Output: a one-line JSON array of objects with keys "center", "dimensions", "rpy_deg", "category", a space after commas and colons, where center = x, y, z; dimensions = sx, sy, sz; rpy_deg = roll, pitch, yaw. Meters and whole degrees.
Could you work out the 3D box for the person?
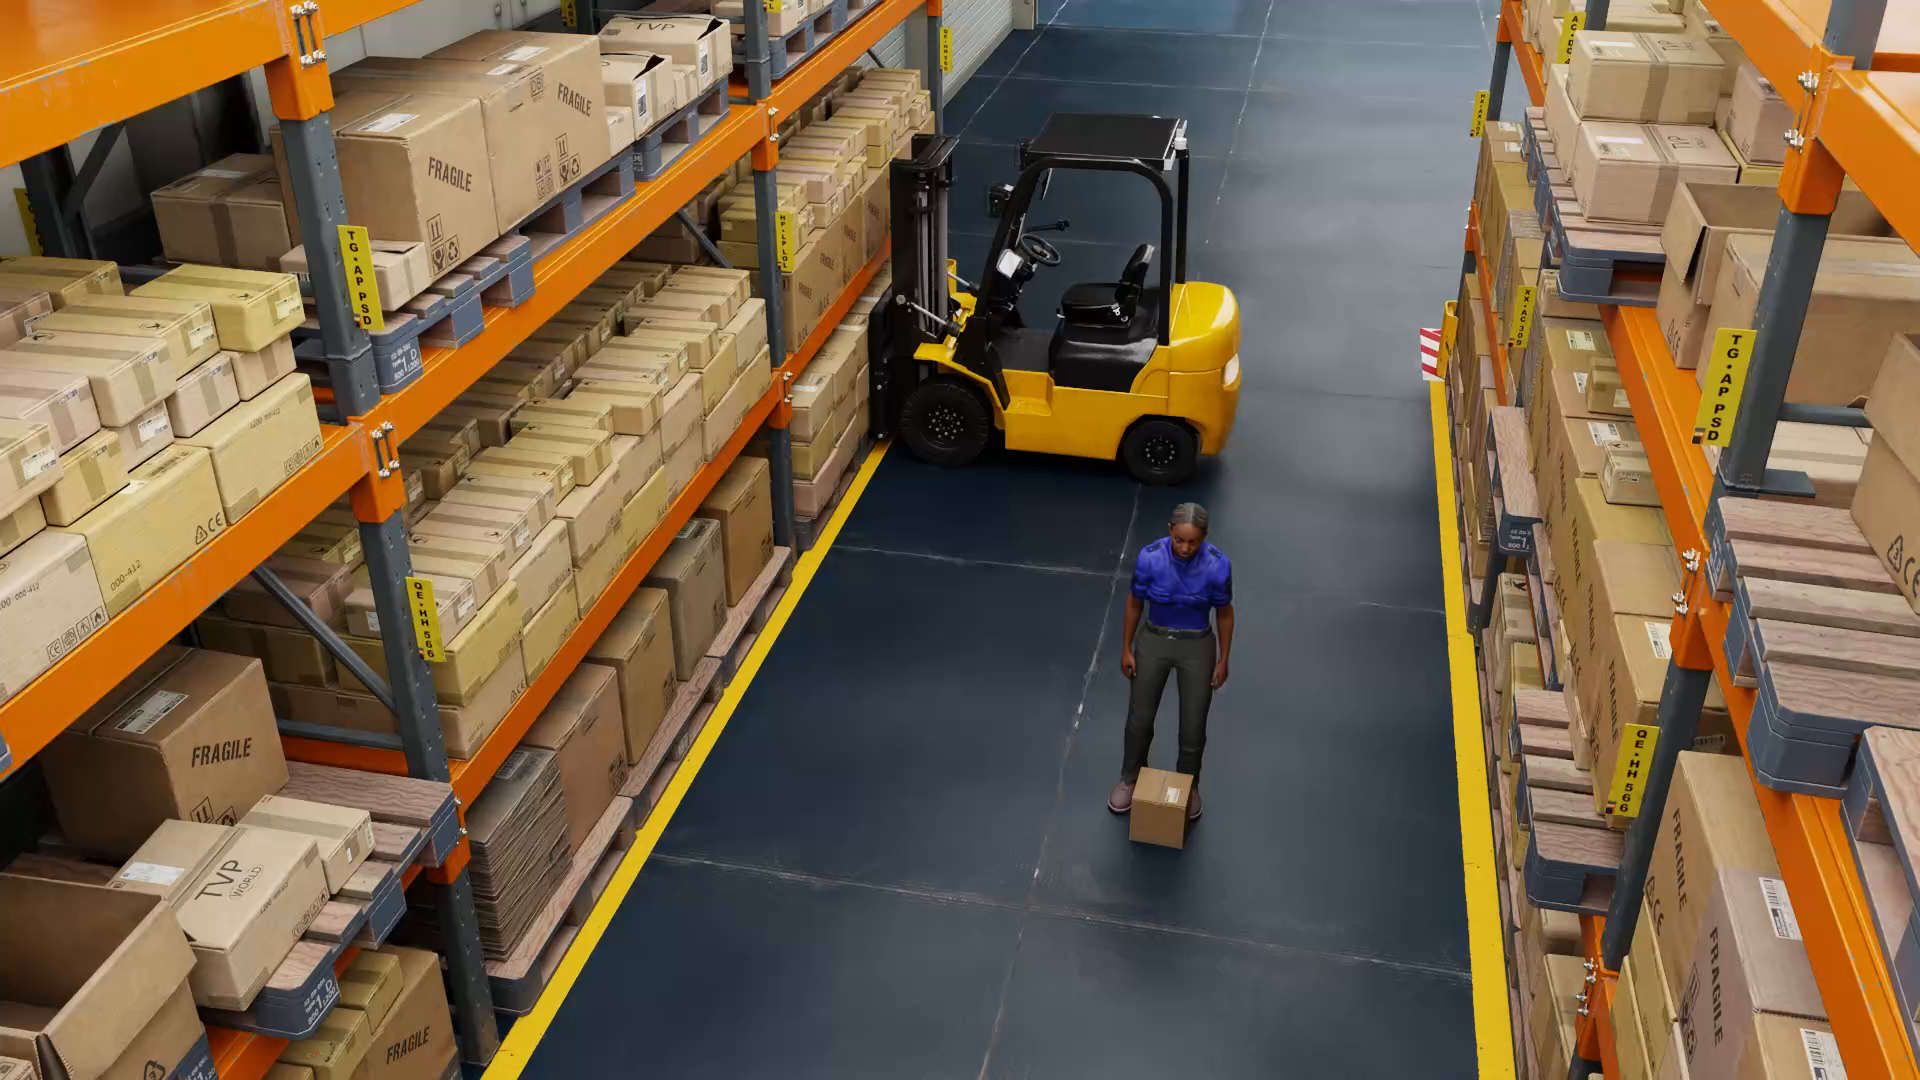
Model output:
[{"center": [0.984, 0.532, 7.657], "dimensions": [0.515, 1.654, 0.353], "rpy_deg": [6, 29, 10], "category": "person"}]
